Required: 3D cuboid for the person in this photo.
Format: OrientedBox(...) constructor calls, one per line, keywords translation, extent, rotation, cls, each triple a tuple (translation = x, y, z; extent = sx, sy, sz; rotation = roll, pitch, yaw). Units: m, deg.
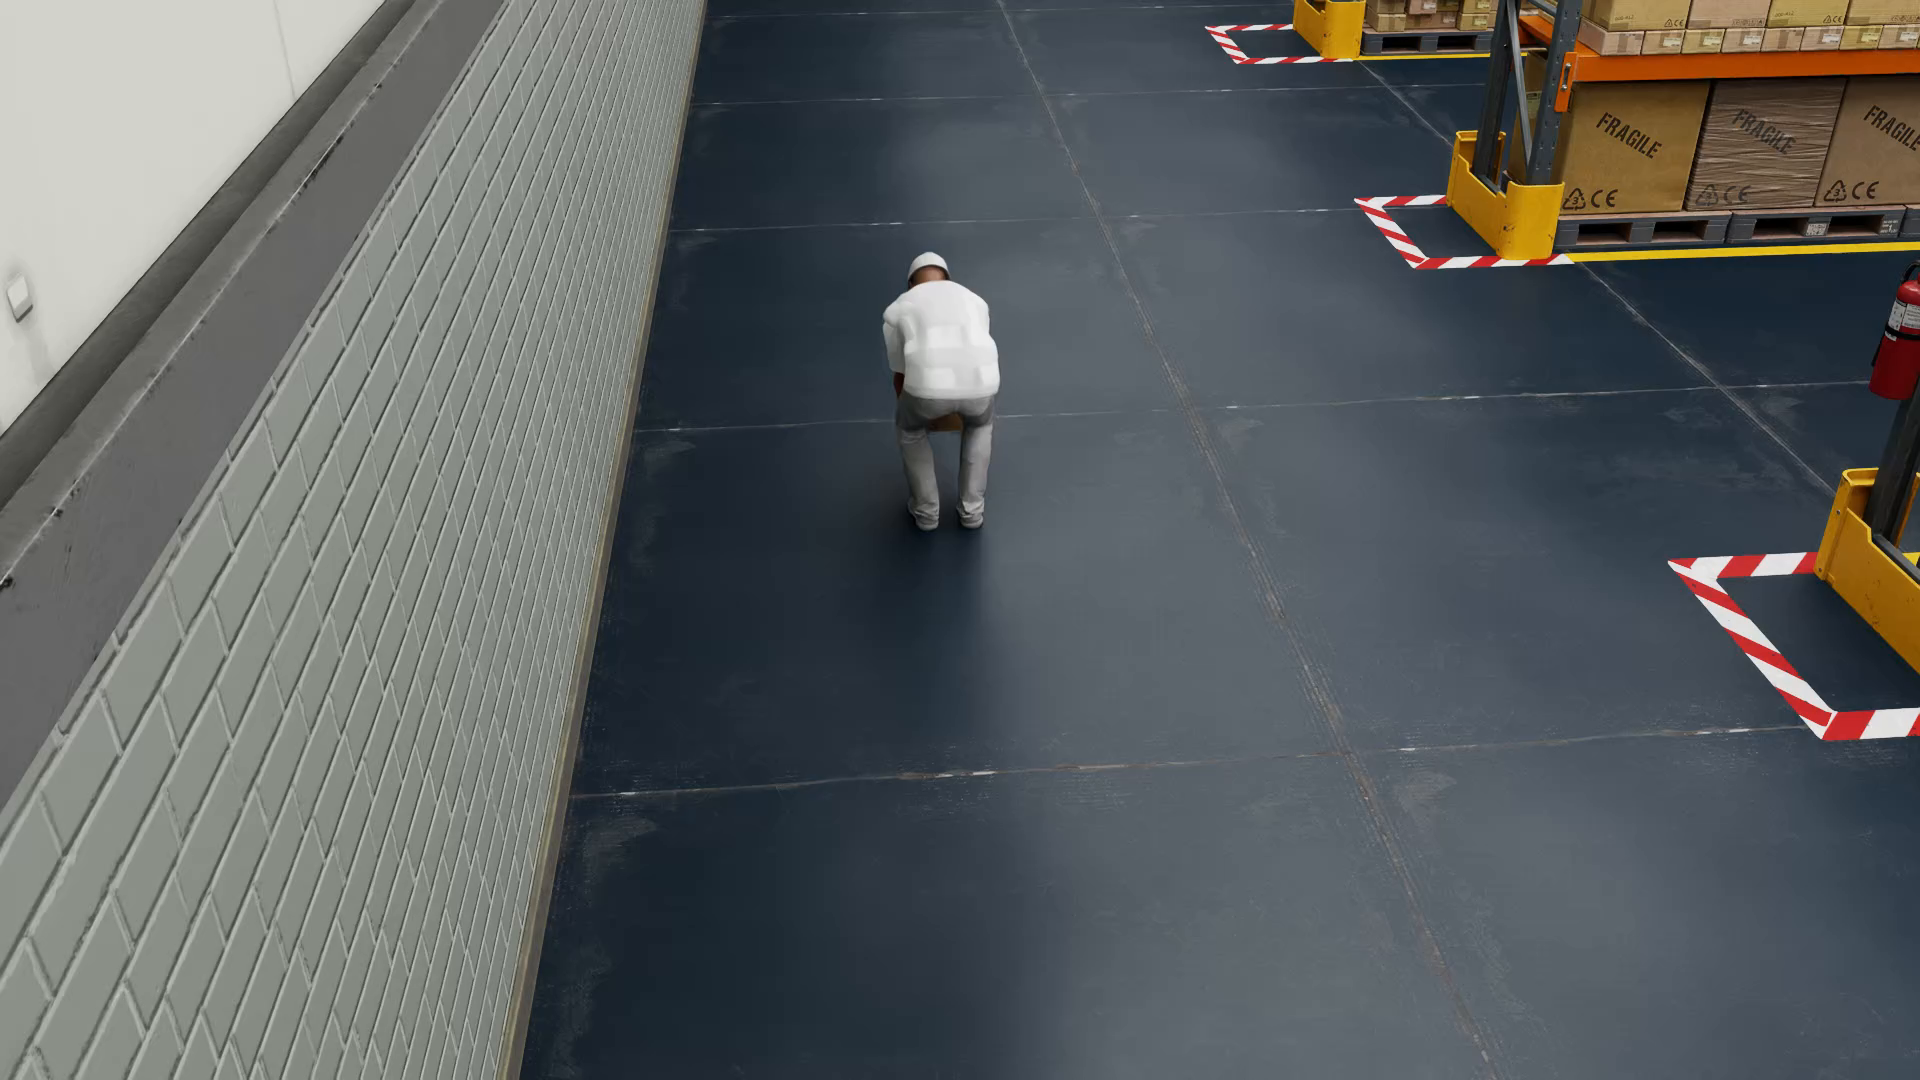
OrientedBox(translation=(-0.097, -0.680, 7.847), extent=(0.504, 1.144, 0.951), rotation=(-4, 31, -7), cls="person")
